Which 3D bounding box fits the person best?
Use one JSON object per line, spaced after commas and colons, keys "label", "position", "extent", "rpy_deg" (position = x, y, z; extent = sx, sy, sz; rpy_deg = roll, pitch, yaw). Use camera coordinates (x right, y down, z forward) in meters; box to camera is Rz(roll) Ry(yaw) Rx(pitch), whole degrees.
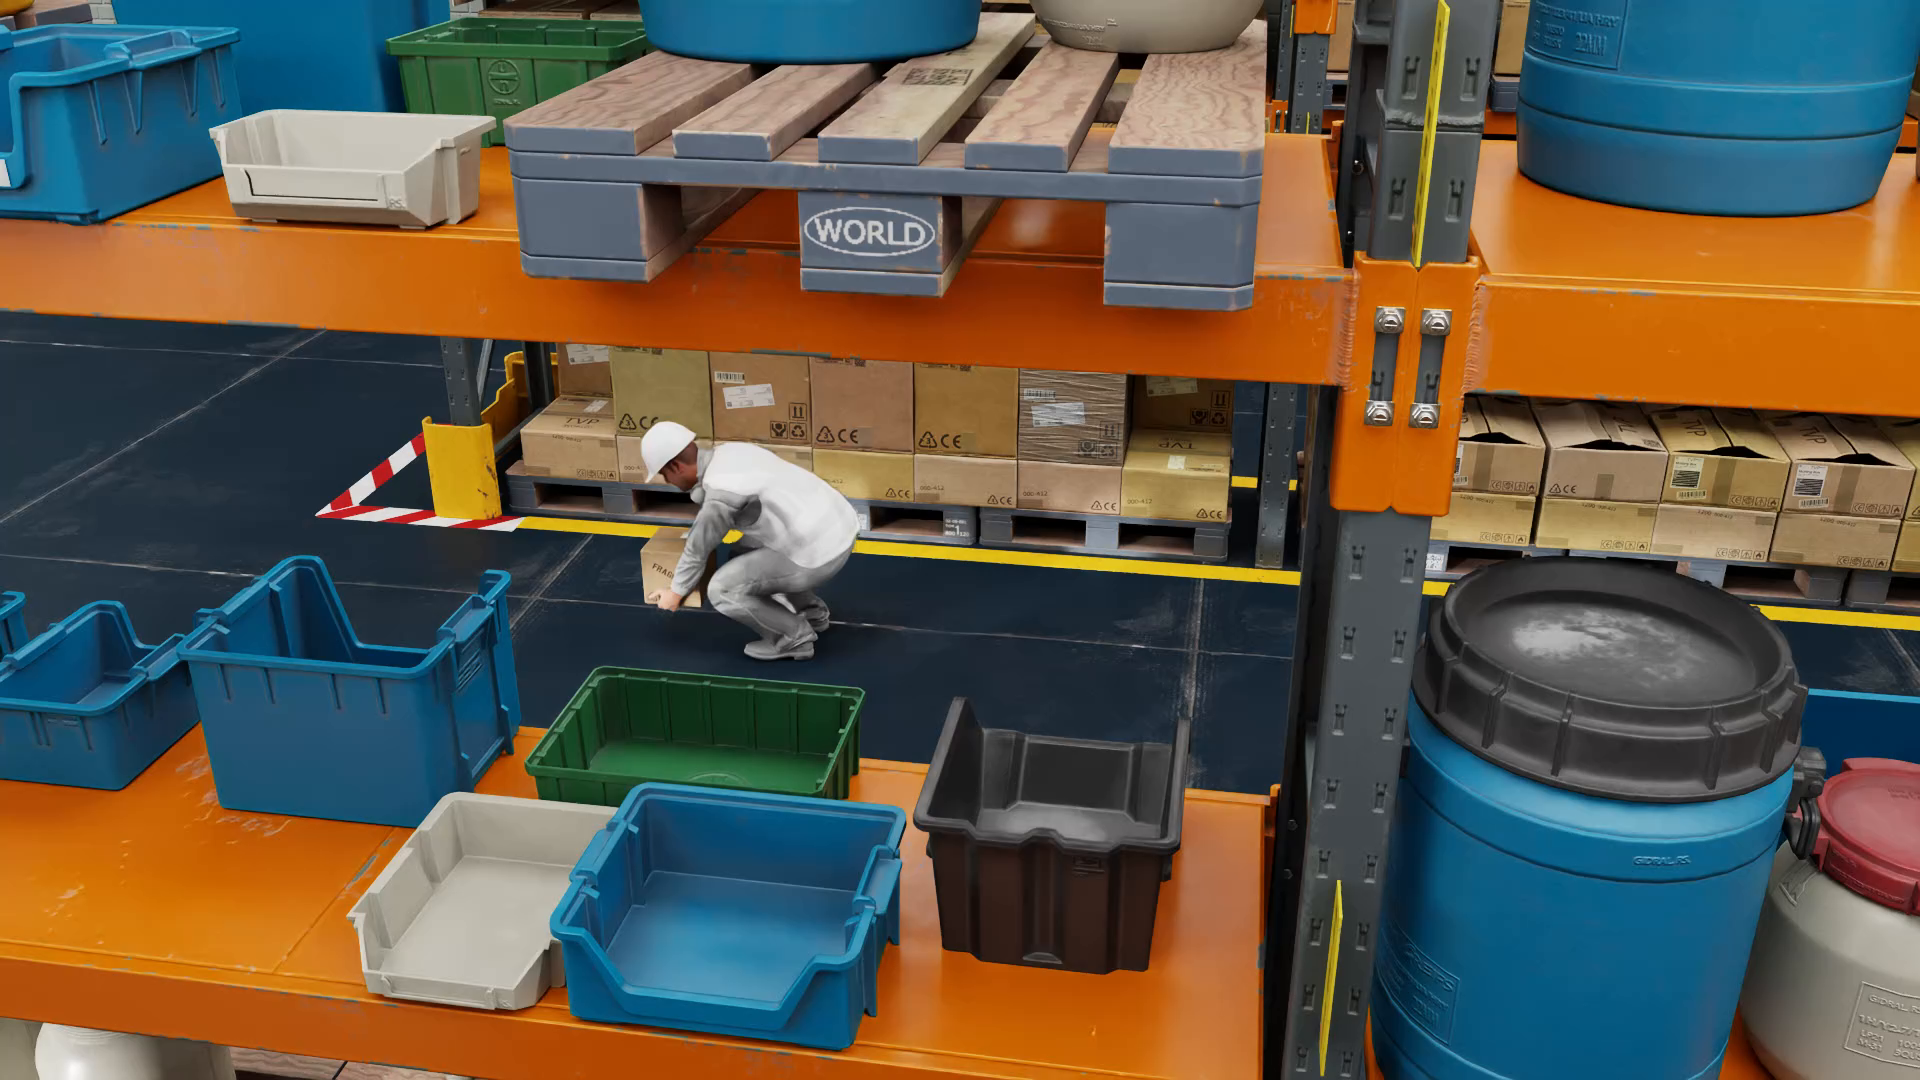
{"label": "person", "position": [-0.876, -0.019, 7.041], "extent": [0.880, 1.011, 0.491], "rpy_deg": [3, 25, 7]}
